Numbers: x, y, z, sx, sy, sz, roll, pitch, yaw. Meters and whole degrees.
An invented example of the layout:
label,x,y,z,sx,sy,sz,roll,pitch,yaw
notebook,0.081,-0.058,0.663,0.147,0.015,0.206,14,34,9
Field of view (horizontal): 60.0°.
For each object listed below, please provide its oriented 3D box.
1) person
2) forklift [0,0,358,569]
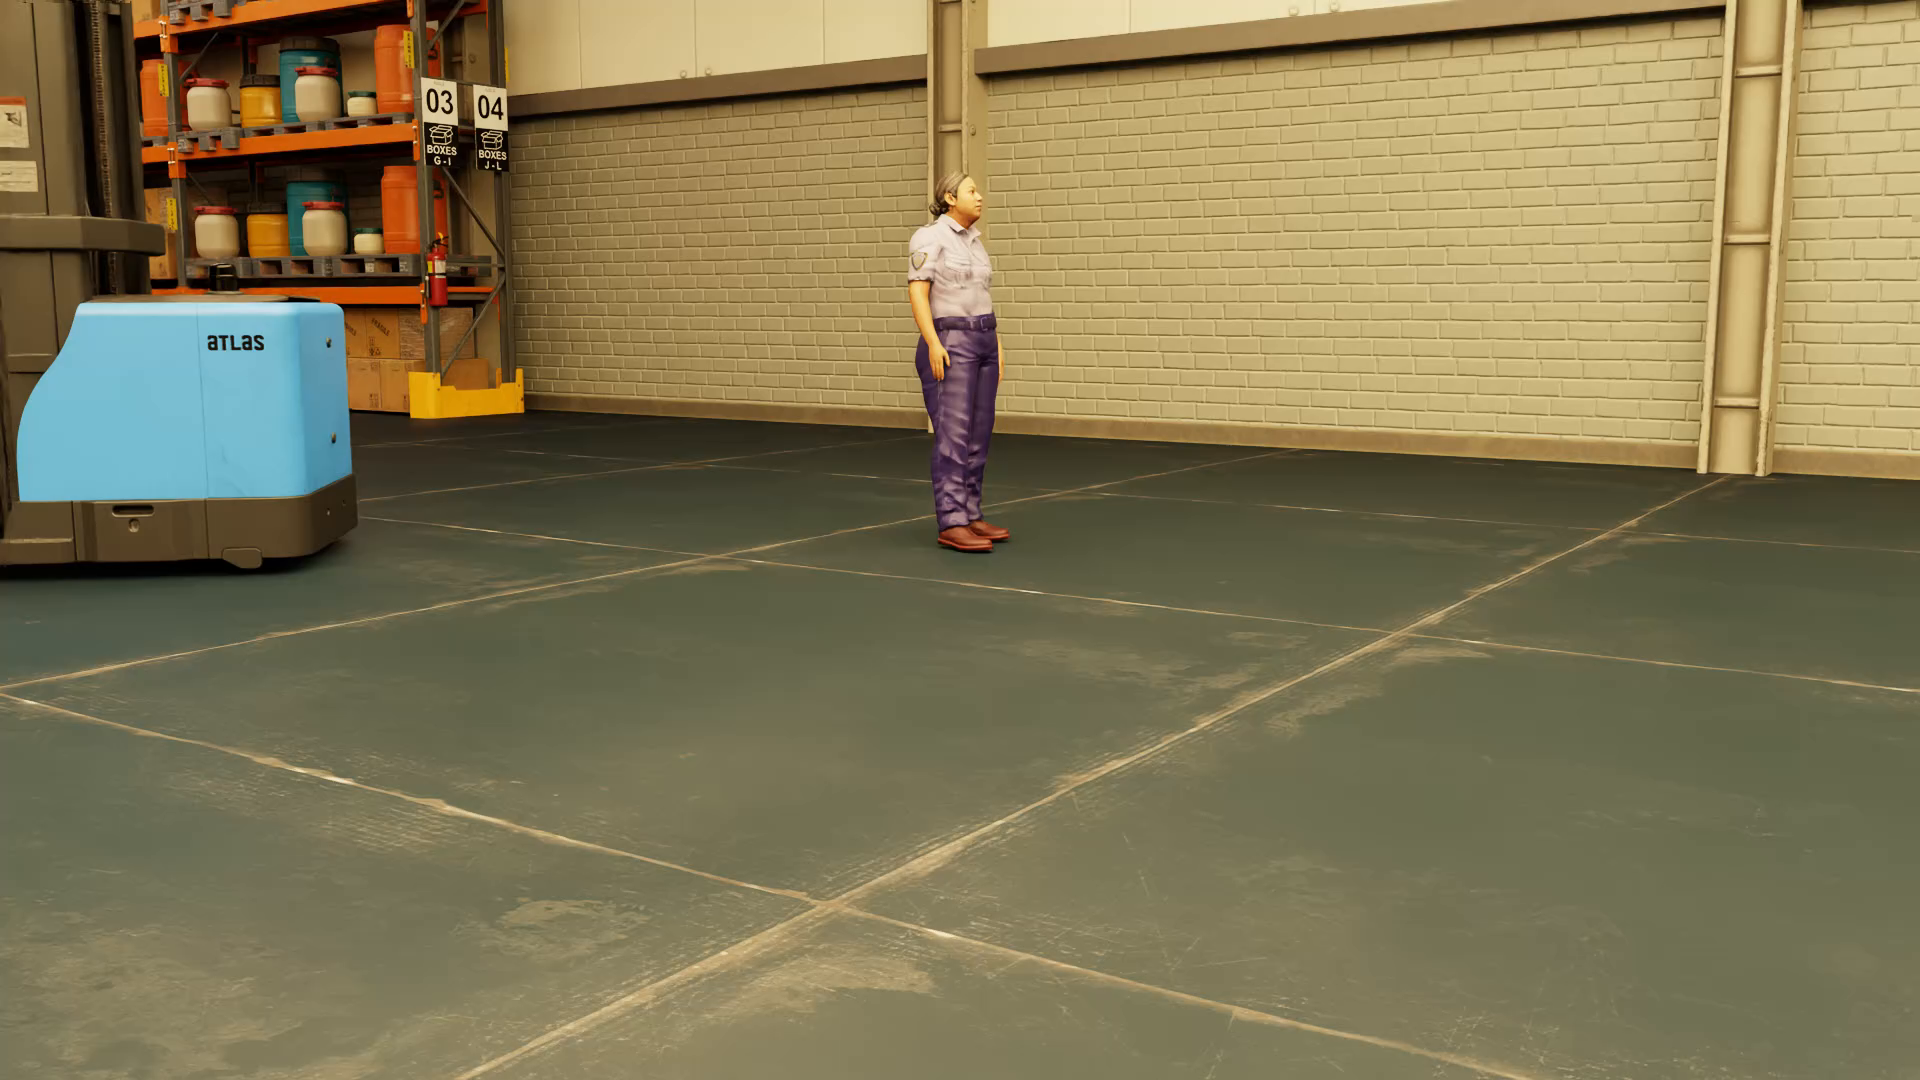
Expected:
label,x,y,z,sx,sy,sz,roll,pitch,yaw
person,0.062,-0.813,7.418,0.502,1.651,0.598,5,10,34
forklift,-4.167,-1.353,6.708,3.031,2.935,1.130,-1,8,-9
